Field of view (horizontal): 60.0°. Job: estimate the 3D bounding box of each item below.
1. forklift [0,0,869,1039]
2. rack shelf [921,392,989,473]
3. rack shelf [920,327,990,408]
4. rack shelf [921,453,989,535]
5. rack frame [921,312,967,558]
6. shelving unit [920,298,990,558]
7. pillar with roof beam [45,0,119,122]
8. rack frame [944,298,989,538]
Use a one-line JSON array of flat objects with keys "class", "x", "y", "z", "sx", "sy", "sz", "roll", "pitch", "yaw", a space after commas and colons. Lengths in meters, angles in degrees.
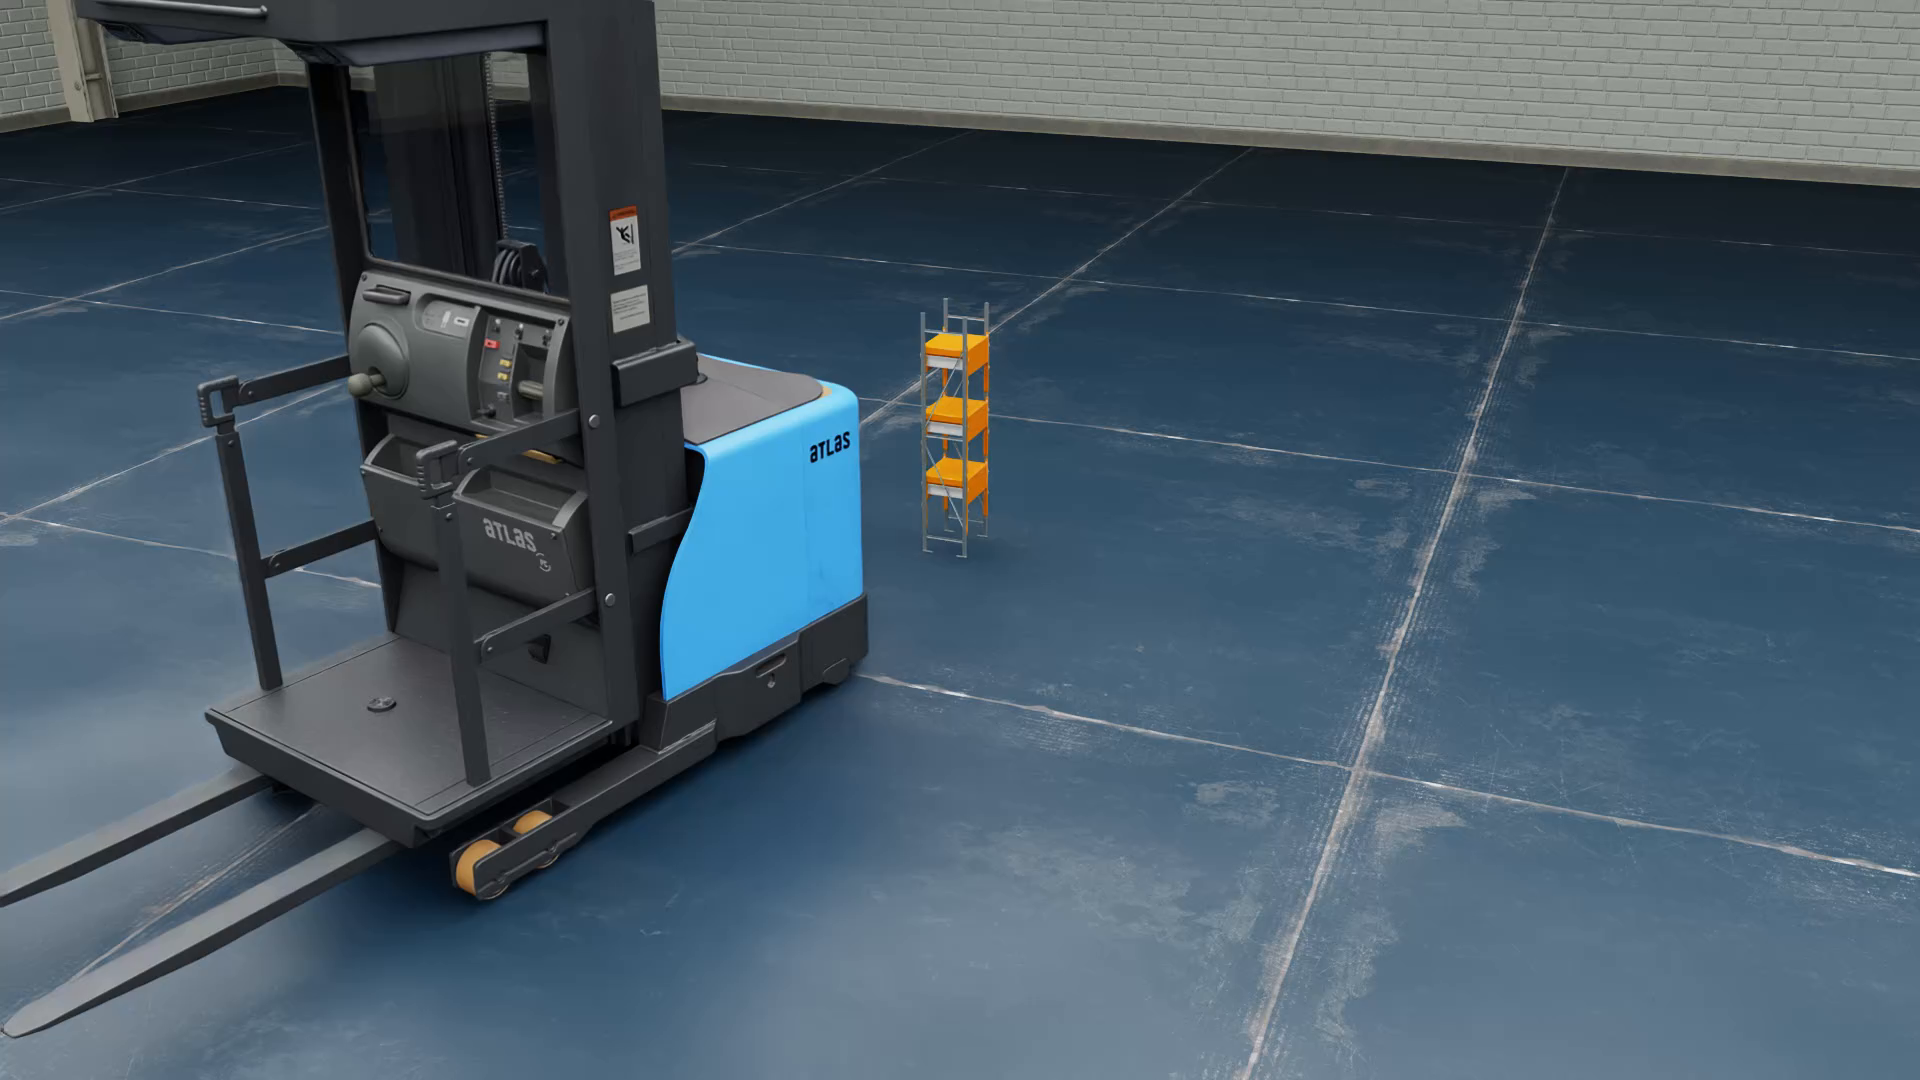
[{"class": "forklift", "x": -1.602, "y": -0.532, "z": 4.721, "sx": 1.130, "sy": 2.935, "sz": 3.031, "roll": 15, "pitch": 27, "yaw": 33}, {"class": "rack shelf", "x": -0.020, "y": -0.456, "z": 7.006, "sx": 0.215, "sy": 0.259, "sz": 0.240, "roll": 9, "pitch": 24, "yaw": 20}, {"class": "rack shelf", "x": -0.020, "y": -0.717, "z": 6.897, "sx": 0.215, "sy": 0.259, "sz": 0.240, "roll": 9, "pitch": 24, "yaw": 20}, {"class": "rack shelf", "x": -0.020, "y": -0.199, "z": 7.113, "sx": 0.215, "sy": 0.259, "sz": 0.240, "roll": 9, "pitch": 24, "yaw": 20}, {"class": "rack frame", "x": -0.065, "y": -0.422, "z": 6.897, "sx": 0.200, "sy": 1.050, "sz": 0.008, "roll": 9, "pitch": 24, "yaw": 20}, {"class": "shelving unit", "x": -0.020, "y": -0.465, "z": 7.002, "sx": 0.215, "sy": 1.050, "sz": 0.252, "roll": 9, "pitch": 24, "yaw": 20}, {"class": "pillar with roof beam", "x": -5.585, "y": -8.197, "z": 15.198, "sx": 9.100, "sy": 9.000, "sz": 0.400, "roll": 9, "pitch": 24, "yaw": 20}, {"class": "rack frame", "x": 0.025, "y": -0.509, "z": 7.106, "sx": 0.200, "sy": 1.050, "sz": 0.008, "roll": 9, "pitch": 24, "yaw": 20}]
